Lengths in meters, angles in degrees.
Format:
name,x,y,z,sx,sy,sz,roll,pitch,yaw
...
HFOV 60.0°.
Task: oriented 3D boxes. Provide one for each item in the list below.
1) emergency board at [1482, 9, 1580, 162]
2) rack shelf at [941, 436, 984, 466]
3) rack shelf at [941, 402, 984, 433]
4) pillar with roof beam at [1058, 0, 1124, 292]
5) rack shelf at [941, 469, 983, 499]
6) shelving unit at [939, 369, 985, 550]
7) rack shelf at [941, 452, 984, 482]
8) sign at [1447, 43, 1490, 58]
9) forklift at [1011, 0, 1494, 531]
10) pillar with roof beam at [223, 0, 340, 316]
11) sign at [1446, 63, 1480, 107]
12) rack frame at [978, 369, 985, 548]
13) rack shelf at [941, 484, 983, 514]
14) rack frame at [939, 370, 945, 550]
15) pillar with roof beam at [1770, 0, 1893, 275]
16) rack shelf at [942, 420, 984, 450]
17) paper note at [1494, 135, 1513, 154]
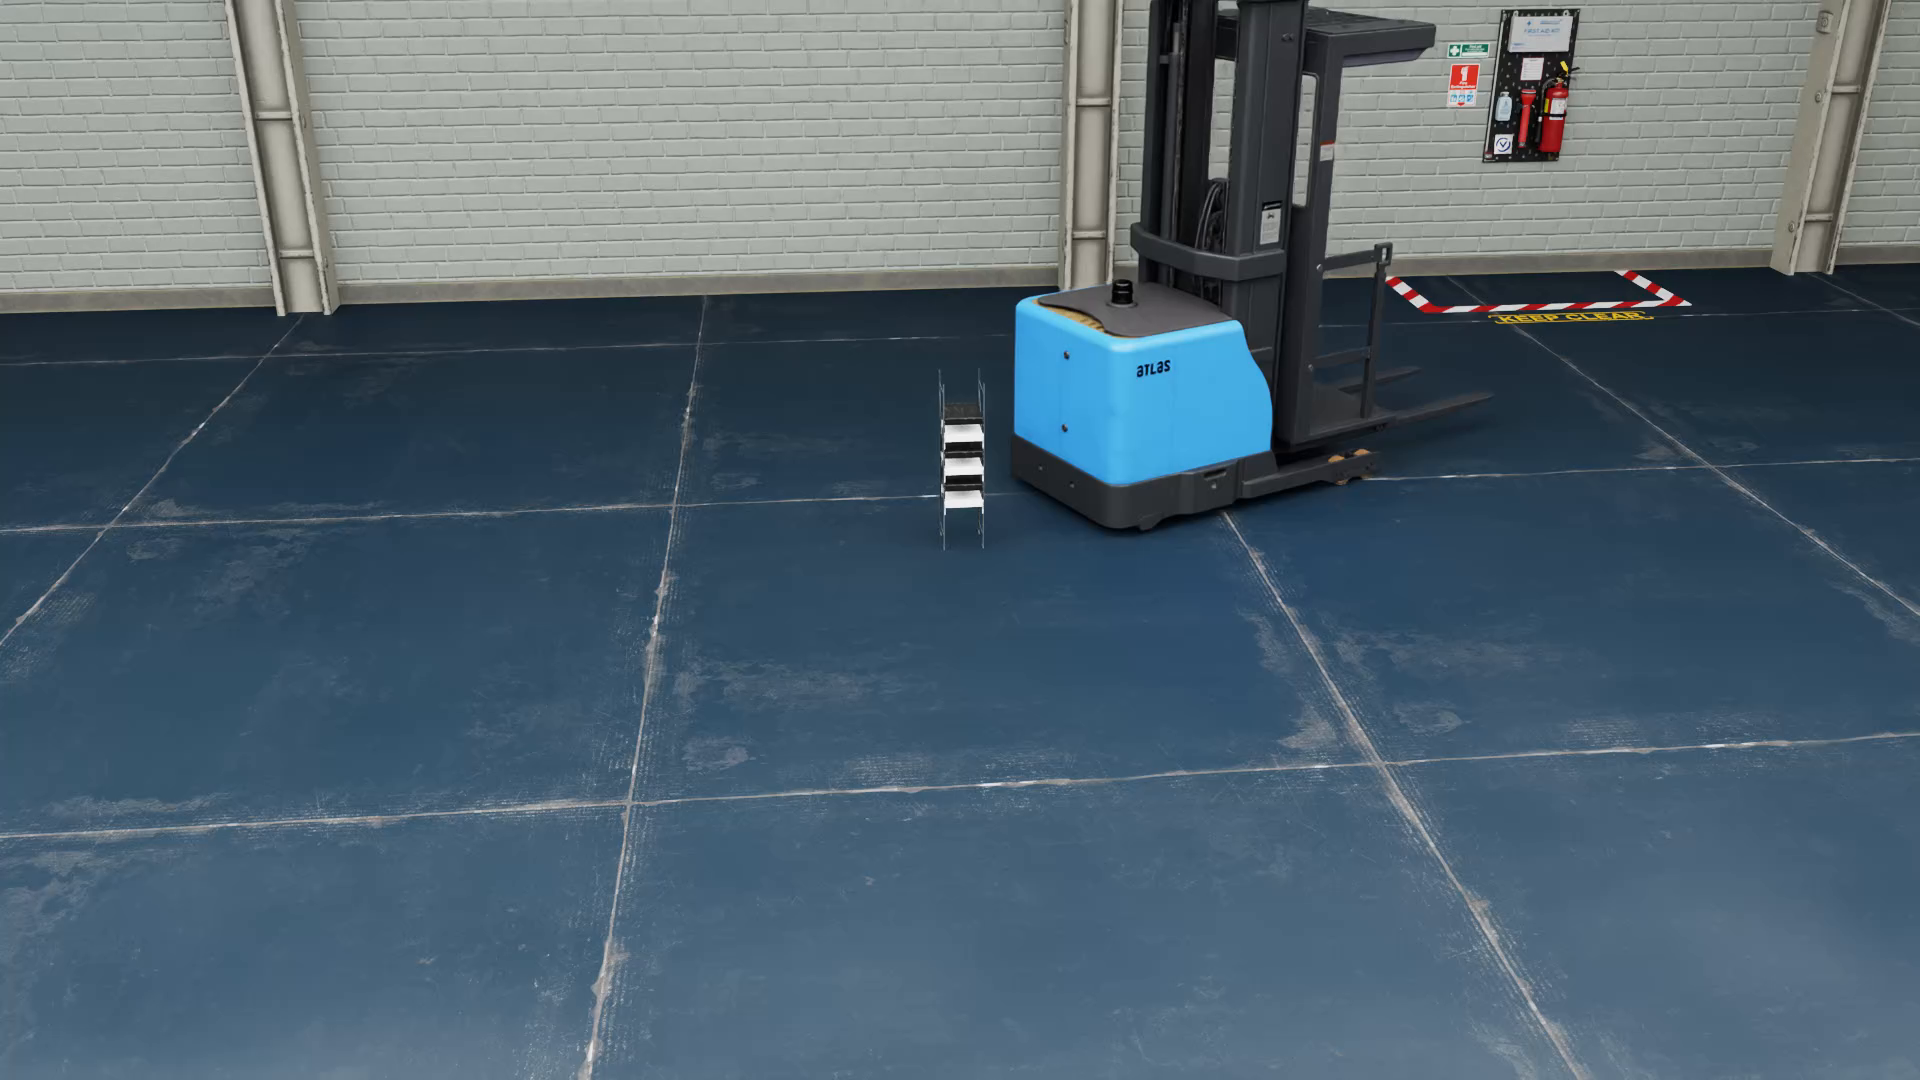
name,x,y,z,sx,sy,sz,roll,pitch,yaw
emergency board,4.505,-3.528,12.995,0.643,1.169,0.194,-2,24,-5
rack shelf,0.008,-0.463,8.545,0.200,0.077,0.258,-2,24,-5
rack shelf,0.008,-0.628,8.472,0.200,0.077,0.258,-2,24,-5
pillar with roof beam,1.420,-4.374,7.510,0.400,9.000,9.100,-2,24,-5
rack shelf,0.008,-0.299,8.618,0.200,0.077,0.258,-2,24,-5
shelving unit,0.008,-0.412,8.568,0.210,0.900,0.258,-2,24,-5
rack shelf,0.008,-0.381,8.581,0.200,0.077,0.258,-2,24,-5
sign,3.950,-3.803,12.917,0.331,0.109,0.001,-2,24,-5
forklift,1.814,-1.819,9.233,3.031,2.935,1.130,-14,28,-28
pillar with roof beam,-4.551,-4.134,6.972,0.400,9.000,9.100,-2,24,-5
sign,3.945,-3.564,13.032,0.234,0.329,0.001,-2,24,-5
rack frame,0.109,-0.416,8.577,0.006,0.900,0.240,-2,24,-5
rack shelf,0.008,-0.217,8.655,0.200,0.077,0.258,-2,24,-5
rack frame,-0.093,-0.407,8.559,0.006,0.900,0.240,-2,24,-5
pillar with roof beam,7.391,-4.613,8.049,0.400,9.000,9.100,-2,24,-5
rack shelf,0.008,-0.546,8.508,0.200,0.077,0.258,-2,24,-5
paper note,4.322,-3.147,13.221,0.142,0.148,0.016,-2,24,-5
